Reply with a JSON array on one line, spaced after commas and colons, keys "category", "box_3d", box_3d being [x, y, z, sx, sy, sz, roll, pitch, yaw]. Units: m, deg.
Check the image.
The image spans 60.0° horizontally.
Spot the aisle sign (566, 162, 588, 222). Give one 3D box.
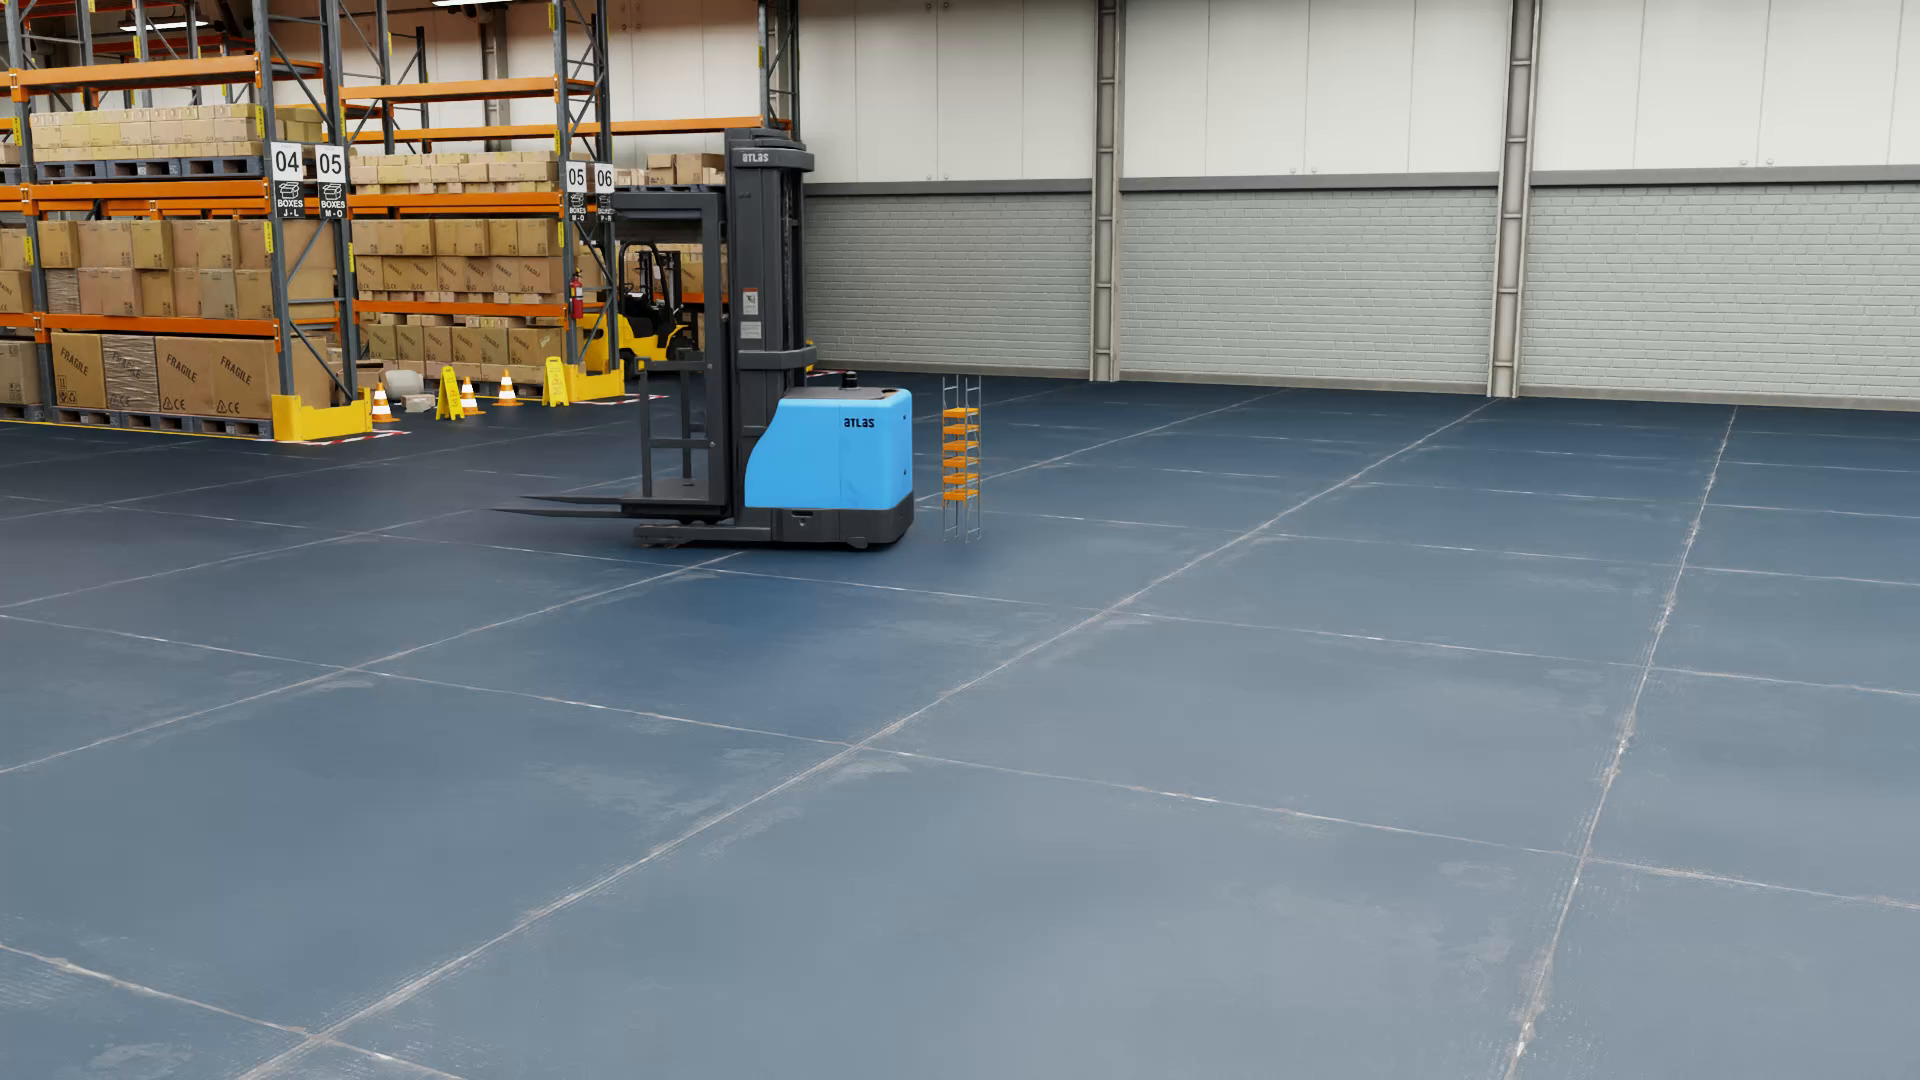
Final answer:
[{"category": "aisle sign", "box_3d": [-5.156, -4.683, 22.384, 0.004, 0.787, 0.394, 5, 11, 26]}]

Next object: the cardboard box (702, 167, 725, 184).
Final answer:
[{"category": "cardboard box", "box_3d": [-3.995, -5.951, 27.182, 0.258, 0.266, 0.396, 5, 11, 26]}]

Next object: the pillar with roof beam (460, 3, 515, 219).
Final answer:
[{"category": "pillar with roof beam", "box_3d": [-10.401, -7.184, 26.658, 0.548, 9.000, 9.100, 5, 11, 26]}]

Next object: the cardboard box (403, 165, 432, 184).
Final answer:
[{"category": "cardboard box", "box_3d": [-7.487, -5.160, 23.480, 0.500, 0.250, 0.500, 5, 11, 26]}]

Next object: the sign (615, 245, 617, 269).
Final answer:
[{"category": "sign", "box_3d": [-4.843, -3.968, 23.300, 0.005, 0.325, 0.100, 5, 11, 26]}]

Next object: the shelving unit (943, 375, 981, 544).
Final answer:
[{"category": "shelving unit", "box_3d": [0.013, -0.589, 12.117, 0.189, 1.200, 0.258, 5, 11, 26]}]

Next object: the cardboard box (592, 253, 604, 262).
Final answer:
[{"category": "cardboard box", "box_3d": [-6.075, -4.844, 28.473, 0.250, 0.149, 0.380, 5, 12, 27]}]

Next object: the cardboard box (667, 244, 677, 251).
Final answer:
[{"category": "cardboard box", "box_3d": [-4.683, -4.877, 27.820, 0.250, 0.149, 0.380, 5, 11, 27]}]

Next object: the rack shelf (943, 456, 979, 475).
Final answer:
[{"category": "rack shelf", "box_3d": [0.013, -0.546, 12.125, 0.180, 0.103, 0.258, 5, 11, 26]}]

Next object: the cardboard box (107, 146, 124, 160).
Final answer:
[{"category": "cardboard box", "box_3d": [-9.451, -4.397, 18.925, 0.250, 0.149, 0.380, 5, 11, 26]}]

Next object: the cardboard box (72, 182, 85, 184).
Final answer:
[{"category": "cardboard box", "box_3d": [-13.966, -5.910, 26.579, 0.500, 0.500, 0.500, 5, 11, 26]}]

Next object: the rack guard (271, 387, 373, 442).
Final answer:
[{"category": "rack guard", "box_3d": [-7.161, -1.425, 18.698, 0.348, 0.500, 1.175, 5, 11, 26]}]

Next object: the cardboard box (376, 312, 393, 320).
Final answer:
[{"category": "cardboard box", "box_3d": [-10.619, -4.173, 30.882, 0.250, 0.149, 0.380, 4, 11, 23]}]

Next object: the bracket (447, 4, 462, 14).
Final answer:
[{"category": "bracket", "box_3d": [-9.026, -9.619, 30.004, 0.430, 0.232, 0.235, 5, 11, 26]}]

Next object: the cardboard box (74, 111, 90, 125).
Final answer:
[{"category": "cardboard box", "box_3d": [-9.910, -4.830, 19.076, 0.250, 0.149, 0.380, 5, 11, 25]}]

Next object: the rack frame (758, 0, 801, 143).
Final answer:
[{"category": "rack frame", "box_3d": [-2.890, -7.200, 26.746, 0.127, 3.000, 1.000, 5, 11, 26]}]

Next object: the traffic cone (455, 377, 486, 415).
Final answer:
[{"category": "traffic cone", "box_3d": [-6.226, -1.831, 21.045, 0.334, 0.463, 0.336, 5, 11, 26]}]

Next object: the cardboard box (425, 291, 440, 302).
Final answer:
[{"category": "cardboard box", "box_3d": [-7.387, -3.468, 23.677, 0.250, 0.149, 0.380, 5, 11, 26]}]

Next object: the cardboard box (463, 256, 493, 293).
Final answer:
[{"category": "cardboard box", "box_3d": [-6.586, -3.730, 23.299, 0.500, 0.500, 0.500, 5, 11, 26]}]

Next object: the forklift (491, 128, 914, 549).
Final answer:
[{"category": "forklift", "box_3d": [-1.906, -1.473, 12.140, 3.031, 2.935, 1.130, 1, 10, 7]}]

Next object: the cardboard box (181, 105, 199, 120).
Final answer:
[{"category": "cardboard box", "box_3d": [-8.321, -4.690, 18.304, 0.250, 0.149, 0.380, 5, 12, 27]}]

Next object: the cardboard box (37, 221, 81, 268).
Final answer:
[{"category": "cardboard box", "box_3d": [-10.454, -3.542, 19.927, 0.550, 0.550, 0.875, 5, 11, 26]}]

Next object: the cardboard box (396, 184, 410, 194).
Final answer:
[{"category": "cardboard box", "box_3d": [-7.811, -5.001, 23.725, 0.250, 0.149, 0.380, 5, 12, 28]}]

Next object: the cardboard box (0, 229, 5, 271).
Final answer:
[{"category": "cardboard box", "box_3d": [-11.680, -3.591, 20.563, 0.500, 0.500, 0.700, 5, 11, 25]}]

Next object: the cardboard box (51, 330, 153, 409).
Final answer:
[{"category": "cardboard box", "box_3d": [-10.237, -2.072, 20.044, 0.875, 0.875, 0.875, 5, 11, 27]}]

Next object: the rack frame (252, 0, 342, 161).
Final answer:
[{"category": "rack frame", "box_3d": [-7.183, -5.609, 17.952, 0.127, 3.000, 1.000, 5, 11, 26]}]

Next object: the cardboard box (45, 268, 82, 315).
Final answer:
[{"category": "cardboard box", "box_3d": [-10.434, -3.018, 20.064, 0.550, 0.550, 0.875, 5, 11, 26]}]

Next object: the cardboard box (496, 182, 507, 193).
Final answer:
[{"category": "cardboard box", "box_3d": [-6.185, -4.862, 22.956, 0.250, 0.149, 0.380, 5, 11, 26]}]

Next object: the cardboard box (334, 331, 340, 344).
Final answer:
[{"category": "cardboard box", "box_3d": [-11.453, -3.936, 31.395, 0.500, 0.500, 0.500, 6, 12, 28]}]

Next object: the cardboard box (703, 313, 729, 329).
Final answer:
[{"category": "cardboard box", "box_3d": [-3.902, -3.620, 27.541, 0.500, 0.250, 0.500, 5, 12, 27]}]

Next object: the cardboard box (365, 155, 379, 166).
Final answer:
[{"category": "cardboard box", "box_3d": [-8.286, -5.422, 23.811, 0.250, 0.149, 0.380, 5, 12, 28]}]

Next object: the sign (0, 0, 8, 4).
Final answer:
[{"category": "sign", "box_3d": [-10.999, -6.335, 19.119, 0.005, 0.325, 0.100, 5, 11, 26]}]

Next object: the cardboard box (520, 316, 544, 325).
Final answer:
[{"category": "cardboard box", "box_3d": [-7.643, -3.703, 29.758, 0.625, 0.625, 0.875, 5, 11, 25]}]

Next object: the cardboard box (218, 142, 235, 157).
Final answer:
[{"category": "cardboard box", "box_3d": [-7.857, -4.257, 18.151, 0.250, 0.149, 0.380, 5, 11, 26]}]

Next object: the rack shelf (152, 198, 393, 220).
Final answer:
[{"category": "rack shelf", "box_3d": [-10.464, -5.050, 25.308, 4.000, 0.370, 1.077, 5, 11, 26]}]

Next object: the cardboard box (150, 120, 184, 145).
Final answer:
[{"category": "cardboard box", "box_3d": [-8.643, -4.534, 18.564, 0.500, 0.250, 0.500, 5, 11, 25]}]

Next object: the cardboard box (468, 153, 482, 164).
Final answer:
[{"category": "cardboard box", "box_3d": [-6.612, -5.296, 23.116, 0.250, 0.149, 0.380, 5, 11, 24]}]

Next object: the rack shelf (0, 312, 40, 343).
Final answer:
[{"category": "rack shelf", "box_3d": [-12.563, -2.775, 21.163, 4.000, 0.370, 1.077, 5, 11, 26]}]

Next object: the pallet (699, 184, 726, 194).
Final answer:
[{"category": "pallet", "box_3d": [-3.513, -5.741, 27.351, 1.213, 0.211, 1.003, 5, 11, 26]}]

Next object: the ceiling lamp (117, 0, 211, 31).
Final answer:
[{"category": "ceiling lamp", "box_3d": [-13.872, -10.601, 29.146, 2.000, 3.185, 0.800, 5, 11, 26]}]

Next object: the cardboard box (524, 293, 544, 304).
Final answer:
[{"category": "cardboard box", "box_3d": [-5.789, -3.329, 22.907, 0.250, 0.149, 0.380, 5, 11, 25]}]

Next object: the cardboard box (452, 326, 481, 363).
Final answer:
[{"category": "cardboard box", "box_3d": [-6.836, -2.781, 23.608, 0.500, 0.500, 0.500, 5, 11, 24]}]

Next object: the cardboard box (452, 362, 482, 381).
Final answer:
[{"category": "cardboard box", "box_3d": [-6.860, -2.412, 23.676, 0.500, 0.250, 0.500, 5, 11, 24]}]

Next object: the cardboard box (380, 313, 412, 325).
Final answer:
[{"category": "cardboard box", "box_3d": [-8.175, -3.203, 24.120, 0.250, 0.149, 0.380, 5, 11, 27]}]

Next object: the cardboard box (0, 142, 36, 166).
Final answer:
[{"category": "cardboard box", "box_3d": [-11.474, -4.660, 20.094, 0.500, 0.250, 0.500, 5, 11, 26]}]

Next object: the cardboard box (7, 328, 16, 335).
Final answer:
[{"category": "cardboard box", "box_3d": [-16.360, -3.413, 28.682, 0.875, 0.438, 0.875, 5, 11, 25]}]

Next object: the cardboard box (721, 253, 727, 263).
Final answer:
[{"category": "cardboard box", "box_3d": [-3.773, -4.645, 27.369, 0.250, 0.149, 0.380, 5, 12, 27]}]

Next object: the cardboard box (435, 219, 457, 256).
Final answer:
[{"category": "cardboard box", "box_3d": [-6.977, -4.274, 23.501, 0.500, 0.500, 0.700, 5, 11, 25]}]

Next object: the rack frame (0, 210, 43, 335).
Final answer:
[{"category": "rack frame", "box_3d": [-15.845, -4.401, 28.123, 0.127, 3.000, 1.000, 5, 11, 26]}]

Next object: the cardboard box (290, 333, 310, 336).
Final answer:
[{"category": "cardboard box", "box_3d": [-9.431, -2.626, 23.211, 0.500, 0.500, 0.500, 5, 11, 26]}]

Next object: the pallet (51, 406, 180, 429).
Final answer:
[{"category": "pallet", "box_3d": [-10.123, -1.527, 20.076, 1.213, 0.211, 1.003, 5, 11, 26]}]

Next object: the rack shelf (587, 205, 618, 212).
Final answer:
[{"category": "rack shelf", "box_3d": [-4.684, -5.528, 27.948, 4.000, 0.370, 1.077, 5, 11, 26]}]

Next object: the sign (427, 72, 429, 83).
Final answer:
[{"category": "sign", "box_3d": [-9.822, -8.457, 30.623, 0.005, 0.325, 0.100, 5, 11, 26]}]

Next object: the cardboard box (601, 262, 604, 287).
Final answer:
[{"category": "cardboard box", "box_3d": [-6.195, -4.536, 28.589, 0.500, 0.500, 0.500, 5, 11, 24]}]
